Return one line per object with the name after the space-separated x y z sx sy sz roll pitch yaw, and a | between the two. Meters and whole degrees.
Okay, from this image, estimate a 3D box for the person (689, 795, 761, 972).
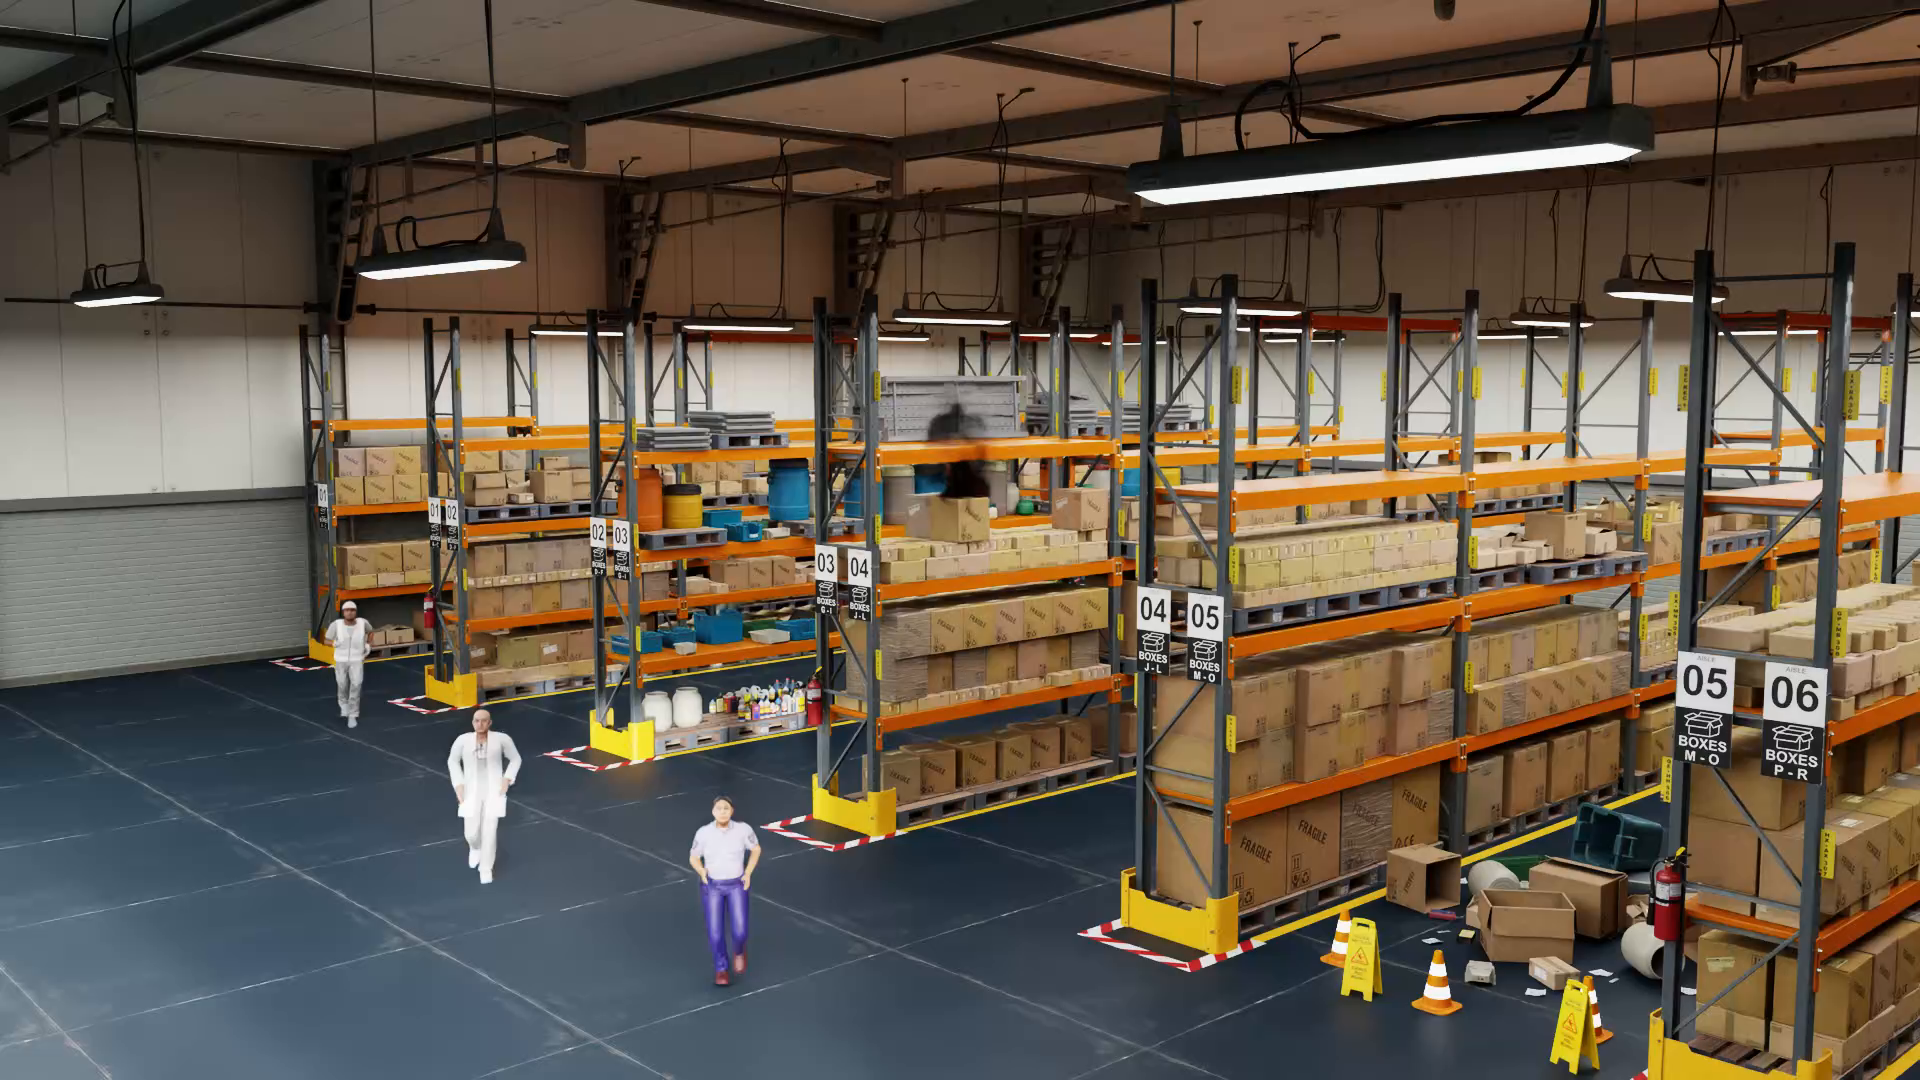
-1.976 2.928 13.992 0.599 1.524 0.515 -1 6 -6 | person

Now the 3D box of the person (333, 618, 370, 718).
-8.952 1.875 24.501 0.506 1.445 0.805 -2 6 -19 | person

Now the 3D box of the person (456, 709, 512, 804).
-4.833 2.194 16.882 0.691 0.940 0.427 -1 6 -12 | person

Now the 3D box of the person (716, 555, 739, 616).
-4.466 1.059 32.339 0.674 1.684 0.777 5 7 38 | person
